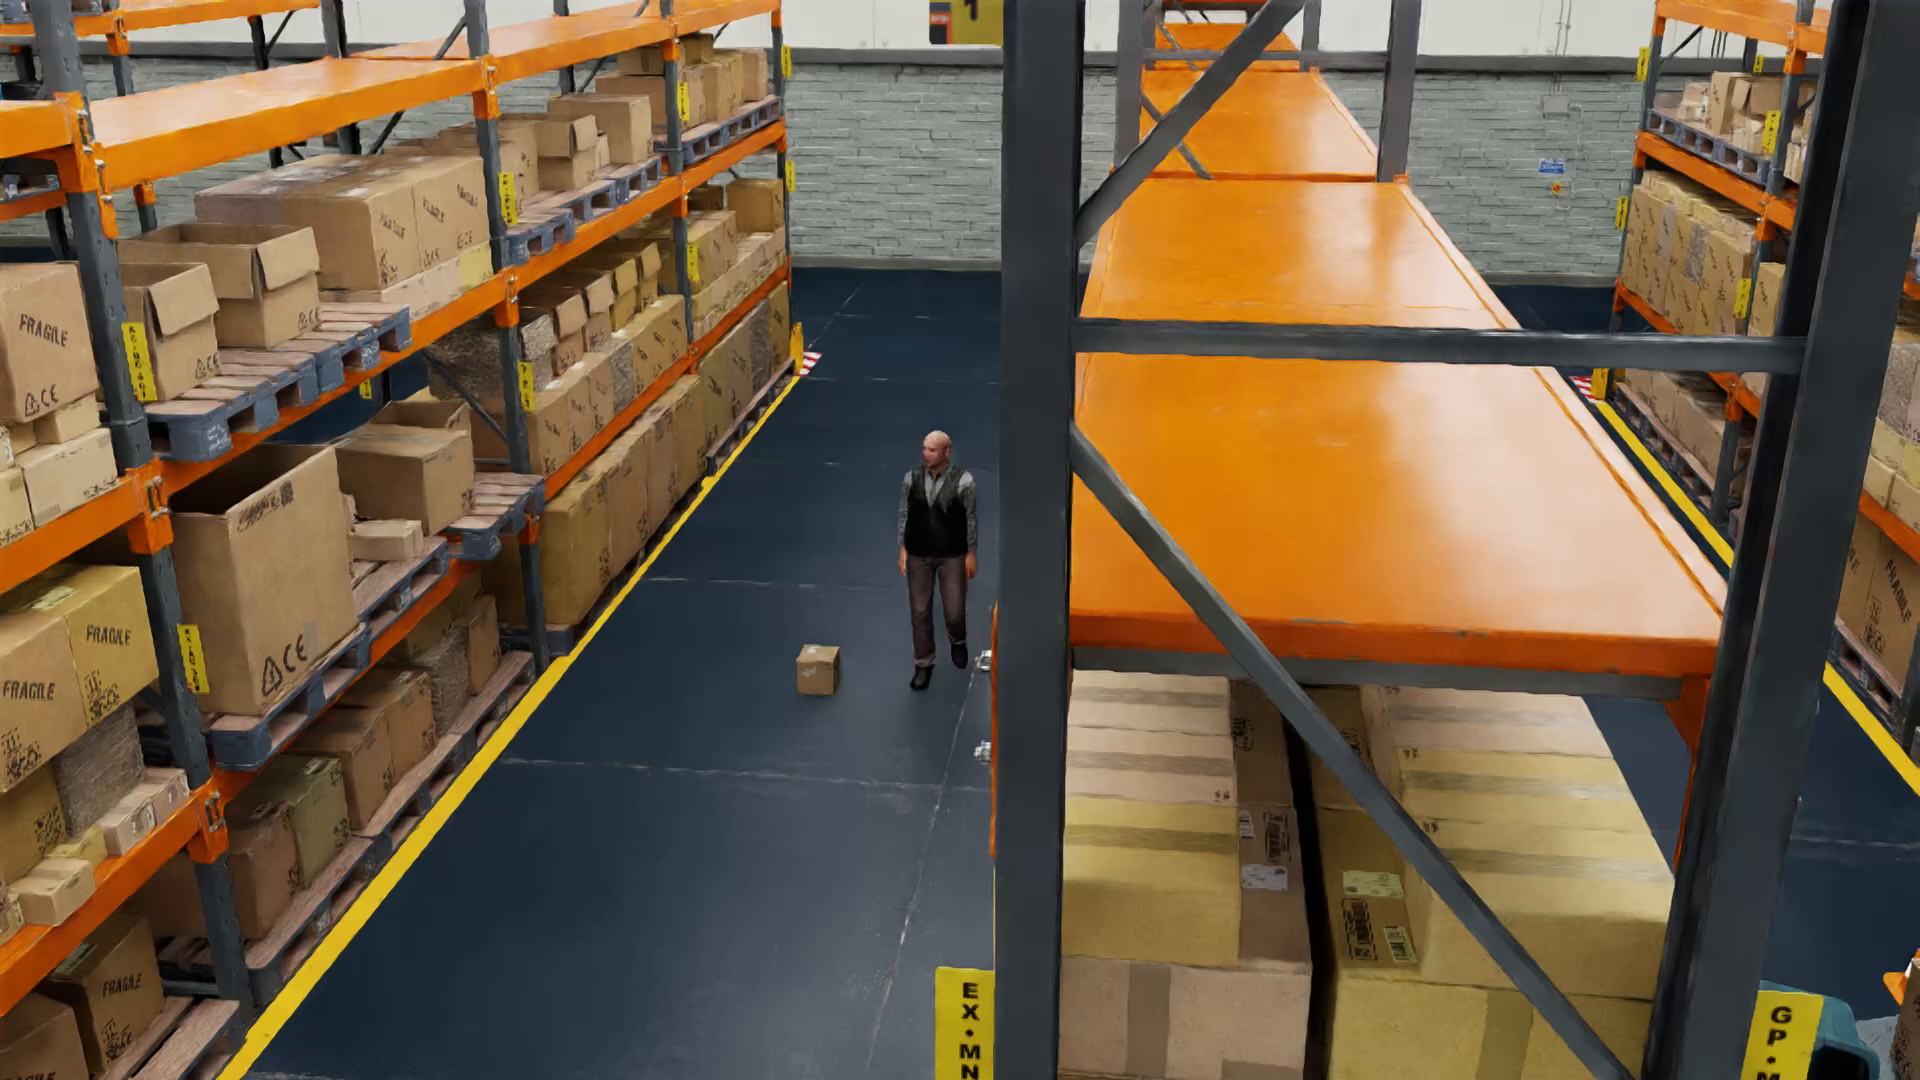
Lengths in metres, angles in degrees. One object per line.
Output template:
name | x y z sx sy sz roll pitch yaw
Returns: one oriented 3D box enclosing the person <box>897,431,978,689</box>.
person | -0.177 0.130 11.195 0.563 1.715 0.572 5 22 13
